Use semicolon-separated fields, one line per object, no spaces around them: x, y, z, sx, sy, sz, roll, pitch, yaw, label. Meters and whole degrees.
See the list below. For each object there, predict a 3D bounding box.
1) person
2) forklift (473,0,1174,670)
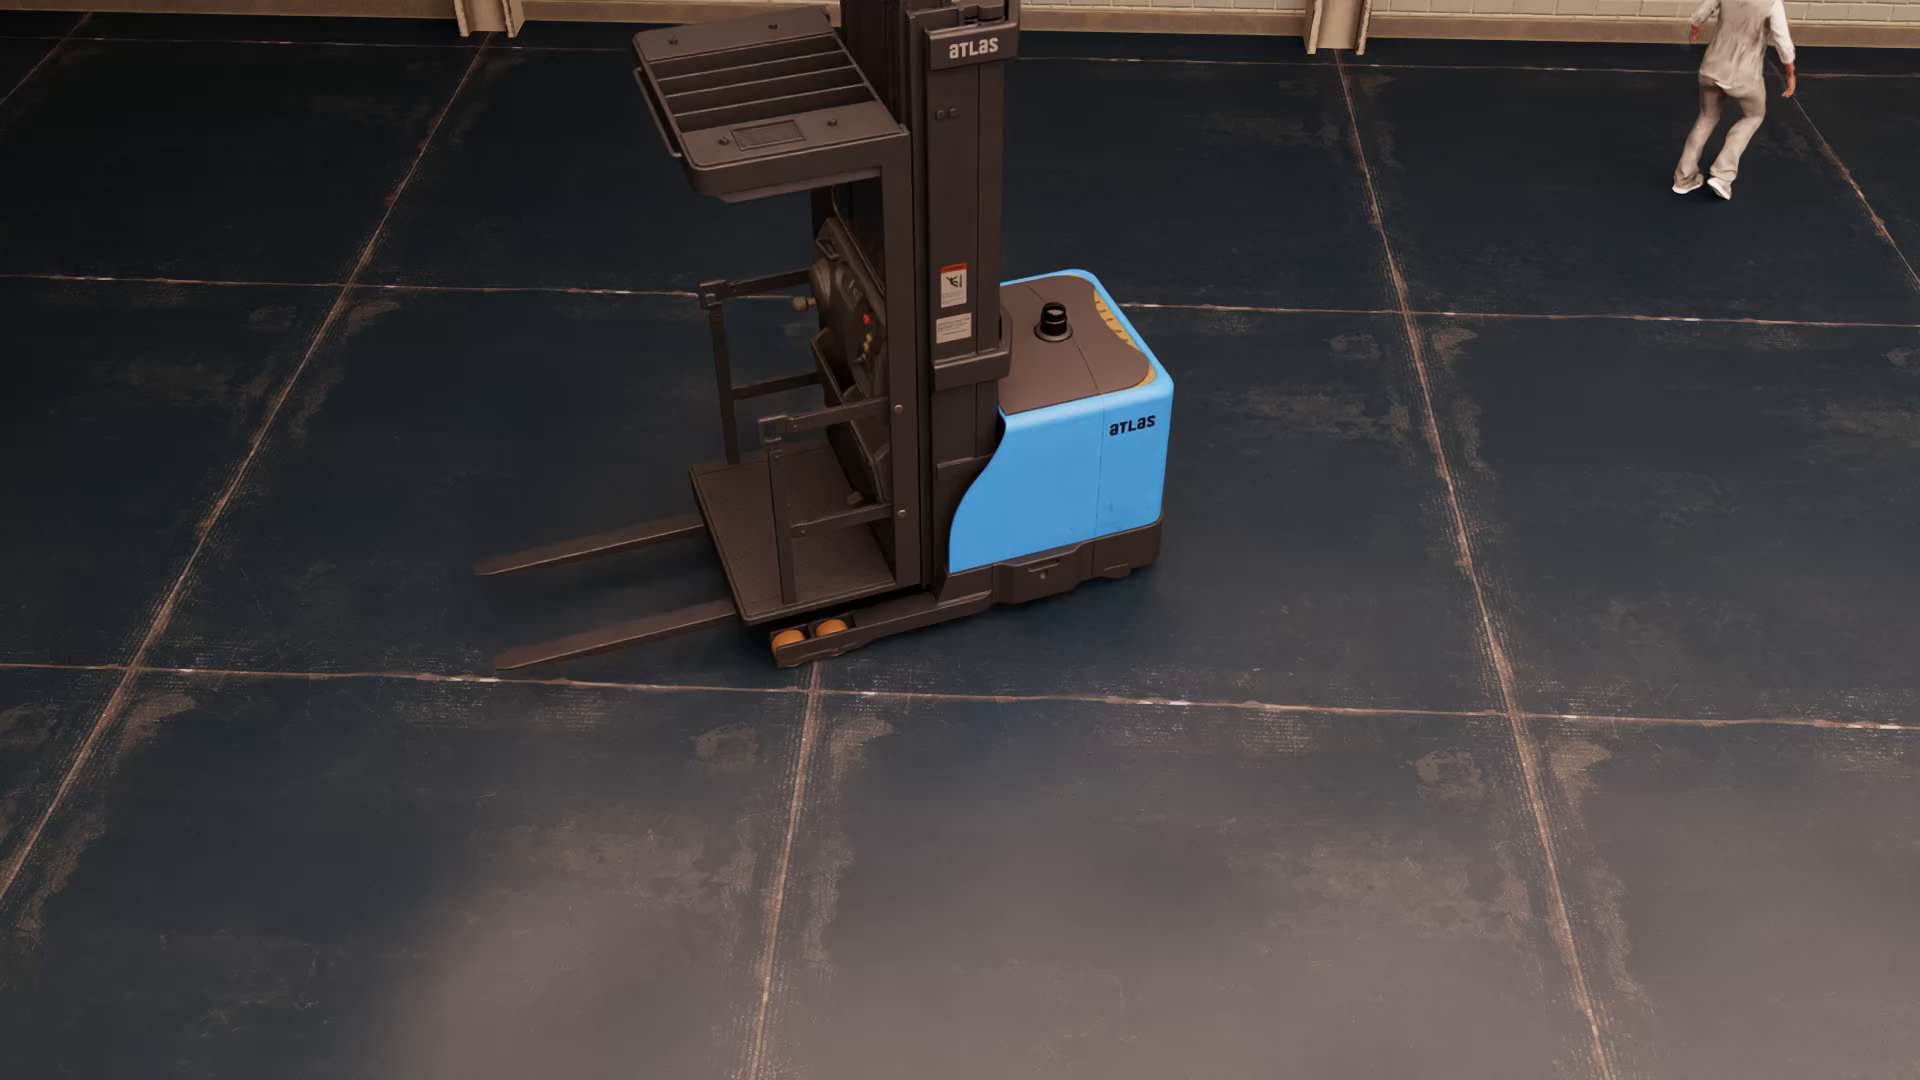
4.532;-2.760;9.788;0.423;1.593;0.718;-27;49;-26;person
-0.644;-0.928;6.759;3.031;2.935;1.130;-13;44;-14;forklift
